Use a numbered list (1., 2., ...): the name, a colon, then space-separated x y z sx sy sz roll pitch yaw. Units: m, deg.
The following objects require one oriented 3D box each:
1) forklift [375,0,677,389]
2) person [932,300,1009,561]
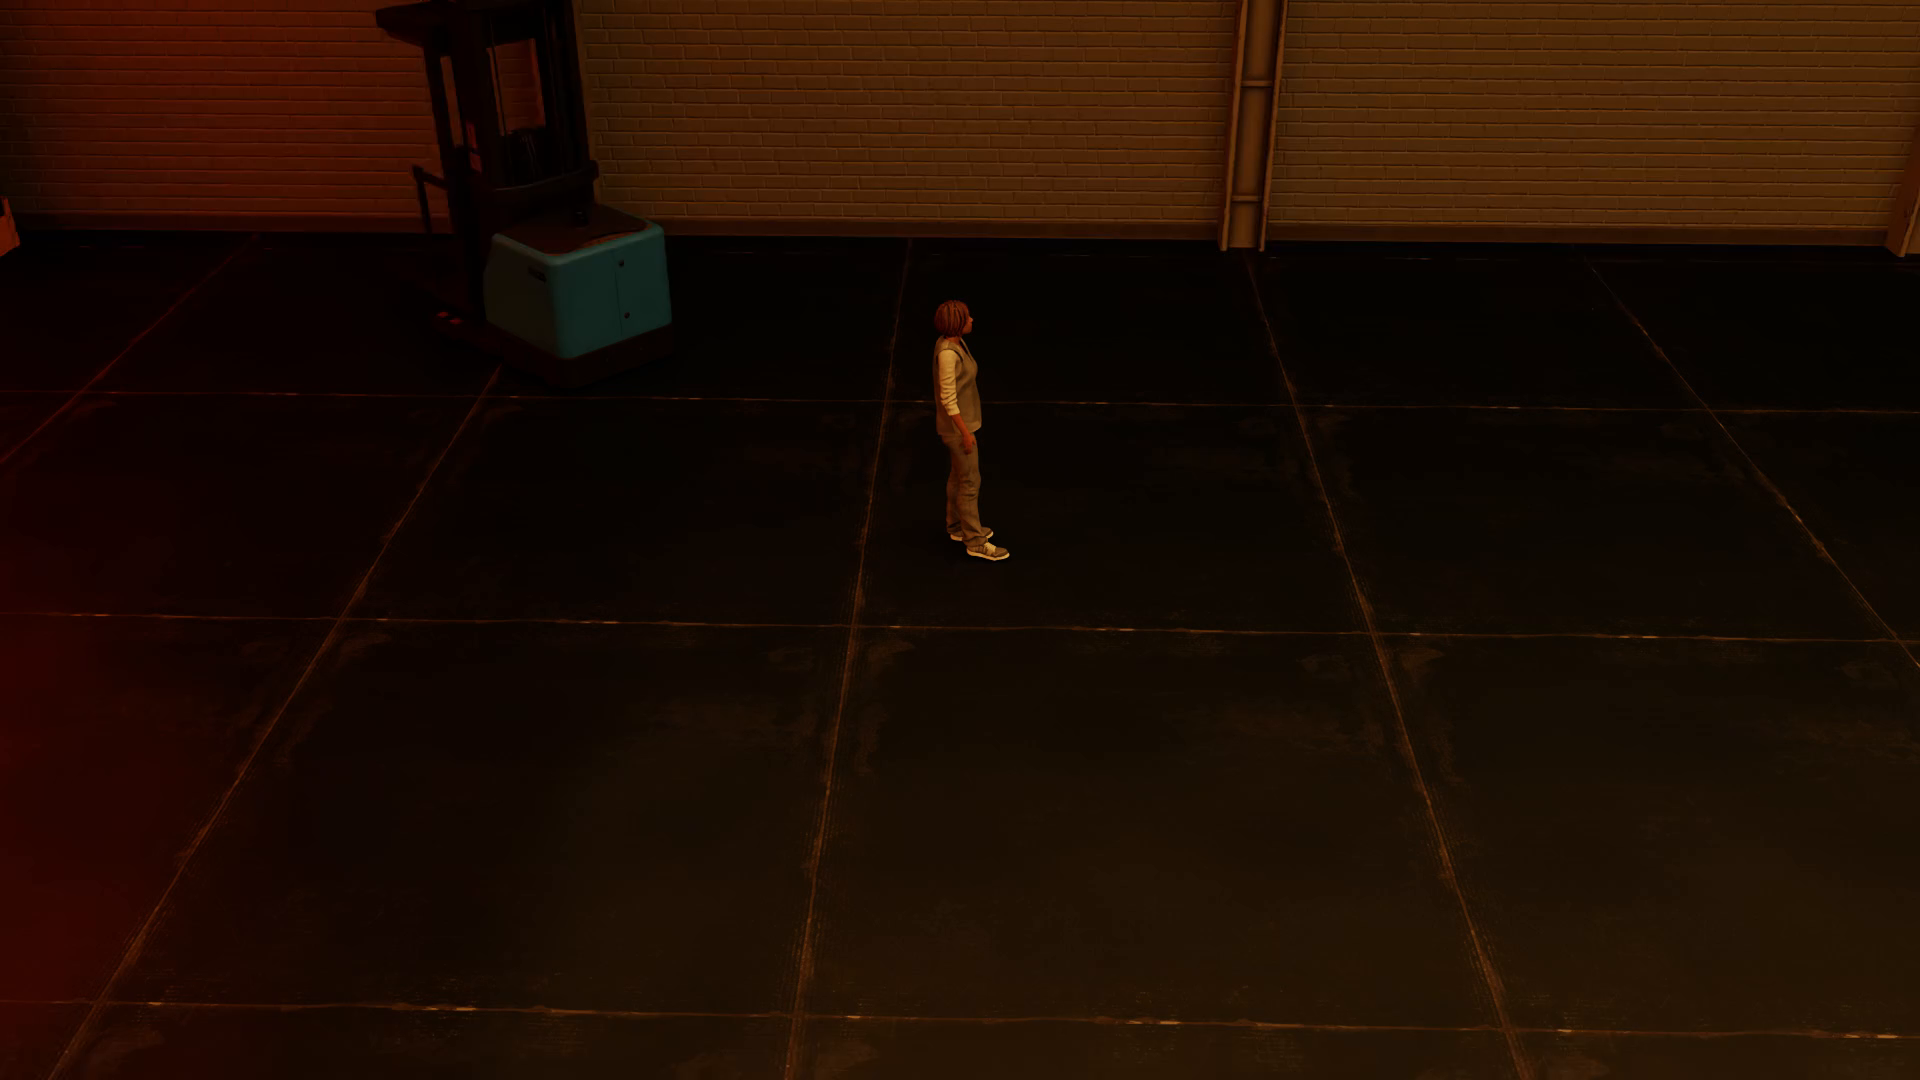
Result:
1. forklift: -3.589 -3.018 12.732 3.031 2.935 1.130 26 40 37
2. person: 0.074 -0.686 10.077 0.473 1.599 0.521 1 31 1
